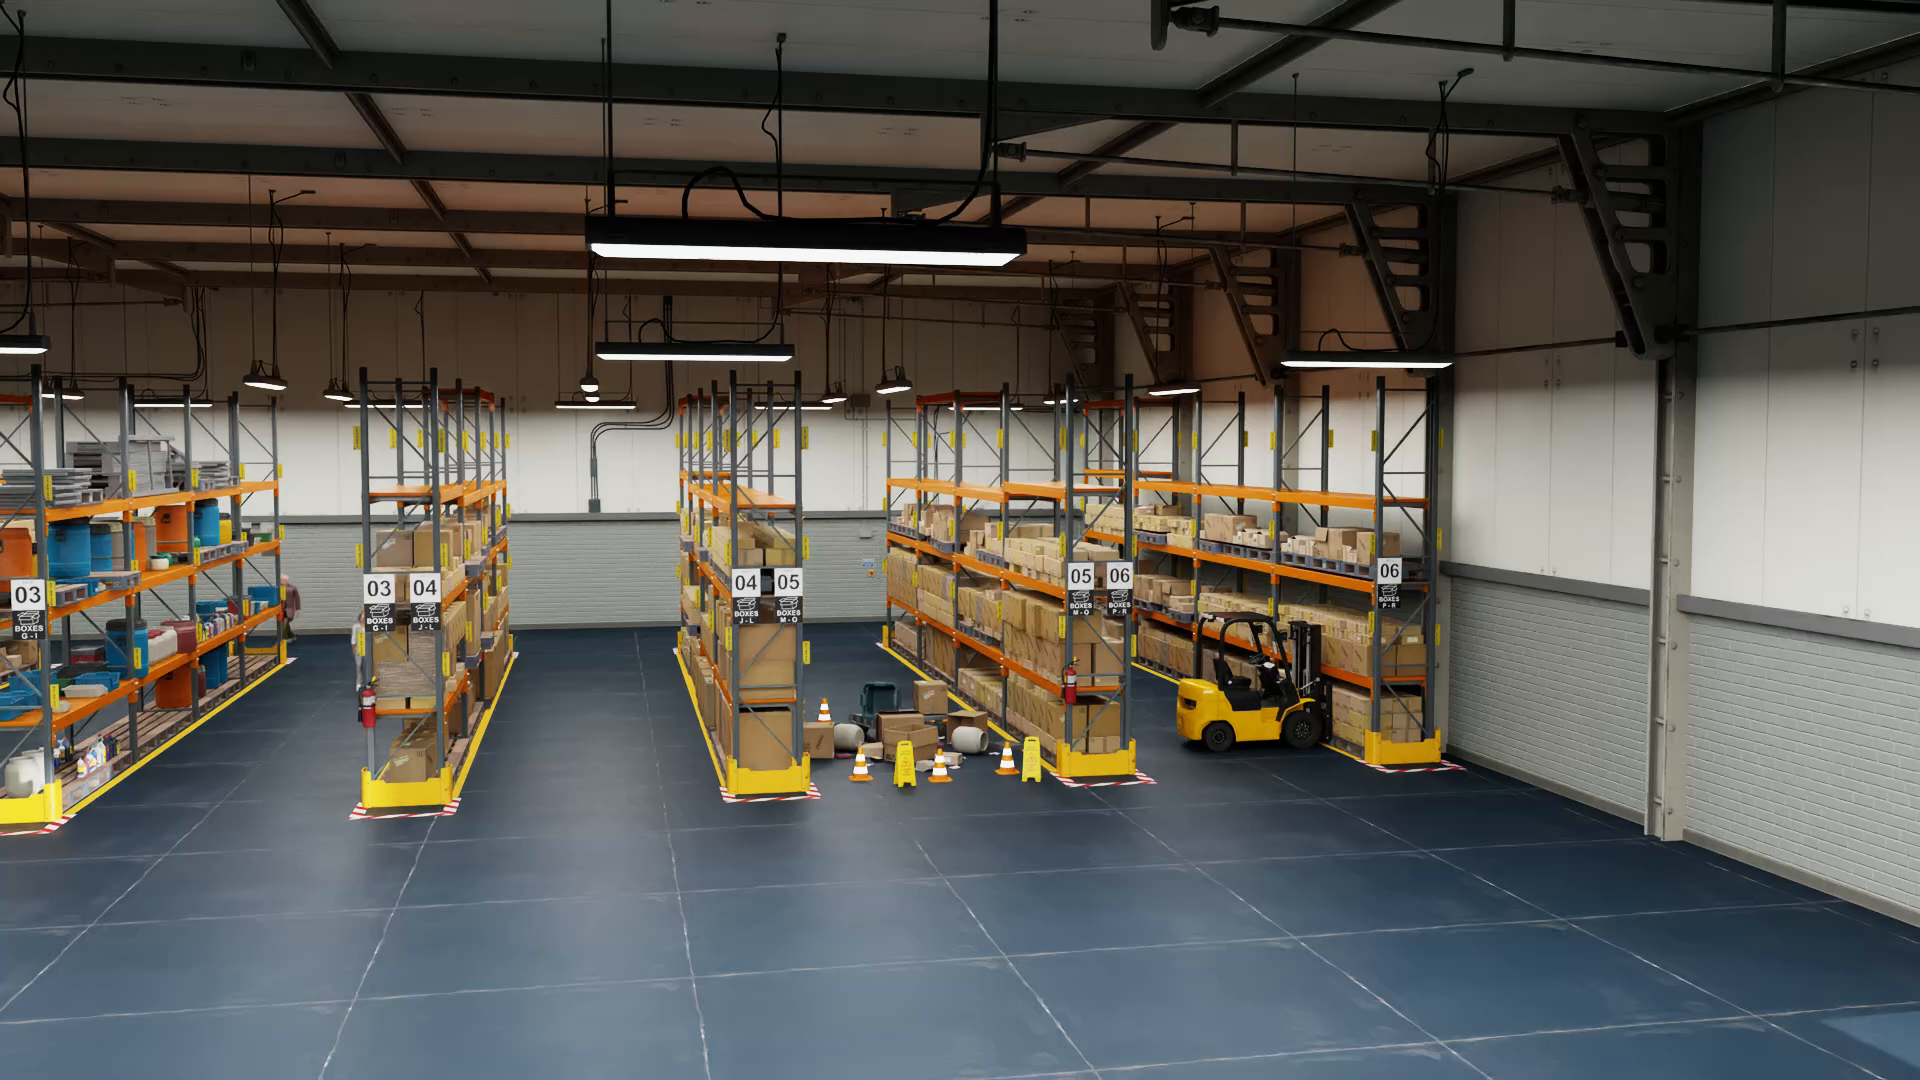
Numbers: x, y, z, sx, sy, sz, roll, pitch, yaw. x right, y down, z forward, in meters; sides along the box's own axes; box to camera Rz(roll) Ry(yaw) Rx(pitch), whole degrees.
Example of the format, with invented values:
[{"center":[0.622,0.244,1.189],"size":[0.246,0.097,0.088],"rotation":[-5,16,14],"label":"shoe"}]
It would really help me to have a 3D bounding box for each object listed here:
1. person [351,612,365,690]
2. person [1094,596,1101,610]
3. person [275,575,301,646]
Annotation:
[{"center":[-12.020,2.213,33.497],"size":[0.465,1.539,0.972],"rotation":[-1,4,-14],"label":"person"},{"center":[2.869,1.900,36.106],"size":[0.492,1.513,0.487],"rotation":[3,5,42],"label":"person"},{"center":[-16.507,1.721,40.659],"size":[0.551,1.706,1.164],"rotation":[0,3,5],"label":"person"}]
